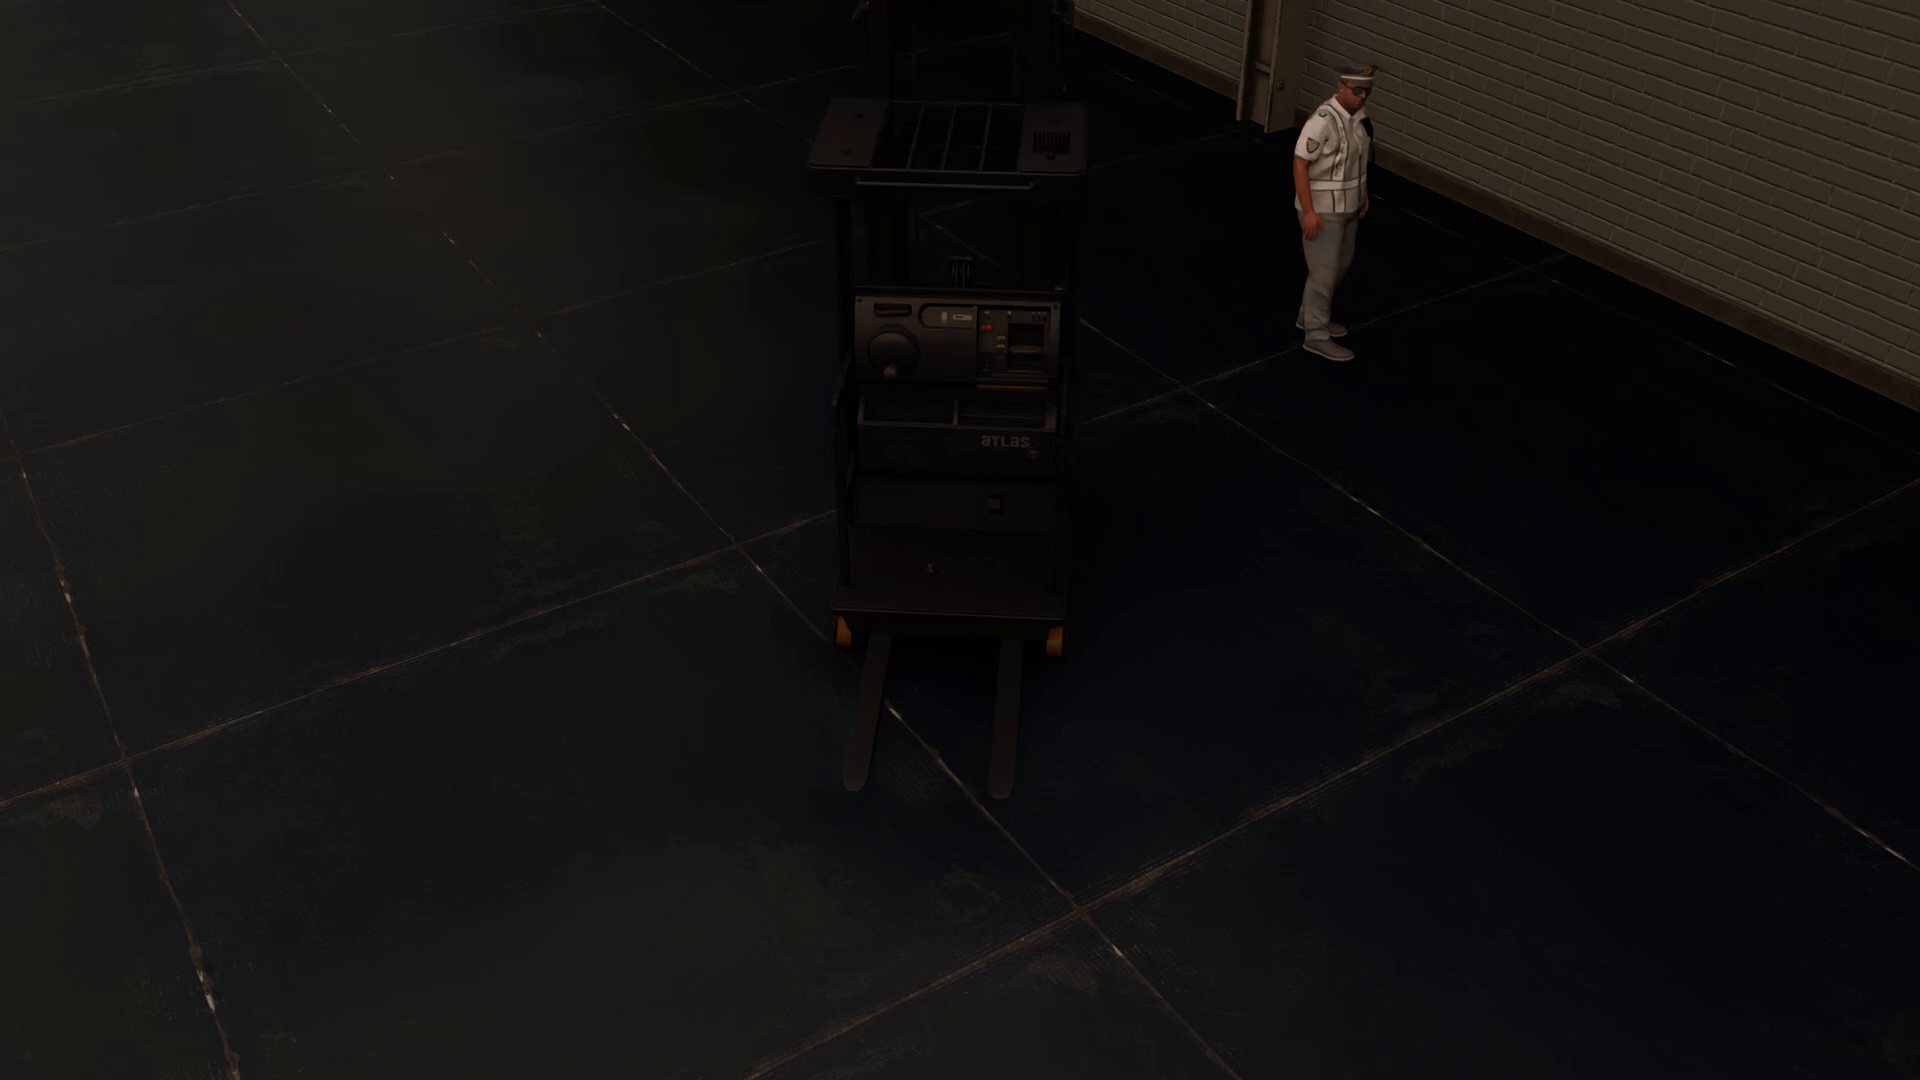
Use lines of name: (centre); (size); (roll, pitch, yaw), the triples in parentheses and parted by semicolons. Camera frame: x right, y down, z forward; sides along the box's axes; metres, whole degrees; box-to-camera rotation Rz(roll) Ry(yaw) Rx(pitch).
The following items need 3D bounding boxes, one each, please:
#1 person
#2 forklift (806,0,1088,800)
person: (2.305, -1.993, 10.000); (0.545, 1.763, 0.711); (22, 41, 28)
forklift: (-0.026, -0.840, 7.343); (1.130, 2.935, 3.031); (2, 35, 3)
